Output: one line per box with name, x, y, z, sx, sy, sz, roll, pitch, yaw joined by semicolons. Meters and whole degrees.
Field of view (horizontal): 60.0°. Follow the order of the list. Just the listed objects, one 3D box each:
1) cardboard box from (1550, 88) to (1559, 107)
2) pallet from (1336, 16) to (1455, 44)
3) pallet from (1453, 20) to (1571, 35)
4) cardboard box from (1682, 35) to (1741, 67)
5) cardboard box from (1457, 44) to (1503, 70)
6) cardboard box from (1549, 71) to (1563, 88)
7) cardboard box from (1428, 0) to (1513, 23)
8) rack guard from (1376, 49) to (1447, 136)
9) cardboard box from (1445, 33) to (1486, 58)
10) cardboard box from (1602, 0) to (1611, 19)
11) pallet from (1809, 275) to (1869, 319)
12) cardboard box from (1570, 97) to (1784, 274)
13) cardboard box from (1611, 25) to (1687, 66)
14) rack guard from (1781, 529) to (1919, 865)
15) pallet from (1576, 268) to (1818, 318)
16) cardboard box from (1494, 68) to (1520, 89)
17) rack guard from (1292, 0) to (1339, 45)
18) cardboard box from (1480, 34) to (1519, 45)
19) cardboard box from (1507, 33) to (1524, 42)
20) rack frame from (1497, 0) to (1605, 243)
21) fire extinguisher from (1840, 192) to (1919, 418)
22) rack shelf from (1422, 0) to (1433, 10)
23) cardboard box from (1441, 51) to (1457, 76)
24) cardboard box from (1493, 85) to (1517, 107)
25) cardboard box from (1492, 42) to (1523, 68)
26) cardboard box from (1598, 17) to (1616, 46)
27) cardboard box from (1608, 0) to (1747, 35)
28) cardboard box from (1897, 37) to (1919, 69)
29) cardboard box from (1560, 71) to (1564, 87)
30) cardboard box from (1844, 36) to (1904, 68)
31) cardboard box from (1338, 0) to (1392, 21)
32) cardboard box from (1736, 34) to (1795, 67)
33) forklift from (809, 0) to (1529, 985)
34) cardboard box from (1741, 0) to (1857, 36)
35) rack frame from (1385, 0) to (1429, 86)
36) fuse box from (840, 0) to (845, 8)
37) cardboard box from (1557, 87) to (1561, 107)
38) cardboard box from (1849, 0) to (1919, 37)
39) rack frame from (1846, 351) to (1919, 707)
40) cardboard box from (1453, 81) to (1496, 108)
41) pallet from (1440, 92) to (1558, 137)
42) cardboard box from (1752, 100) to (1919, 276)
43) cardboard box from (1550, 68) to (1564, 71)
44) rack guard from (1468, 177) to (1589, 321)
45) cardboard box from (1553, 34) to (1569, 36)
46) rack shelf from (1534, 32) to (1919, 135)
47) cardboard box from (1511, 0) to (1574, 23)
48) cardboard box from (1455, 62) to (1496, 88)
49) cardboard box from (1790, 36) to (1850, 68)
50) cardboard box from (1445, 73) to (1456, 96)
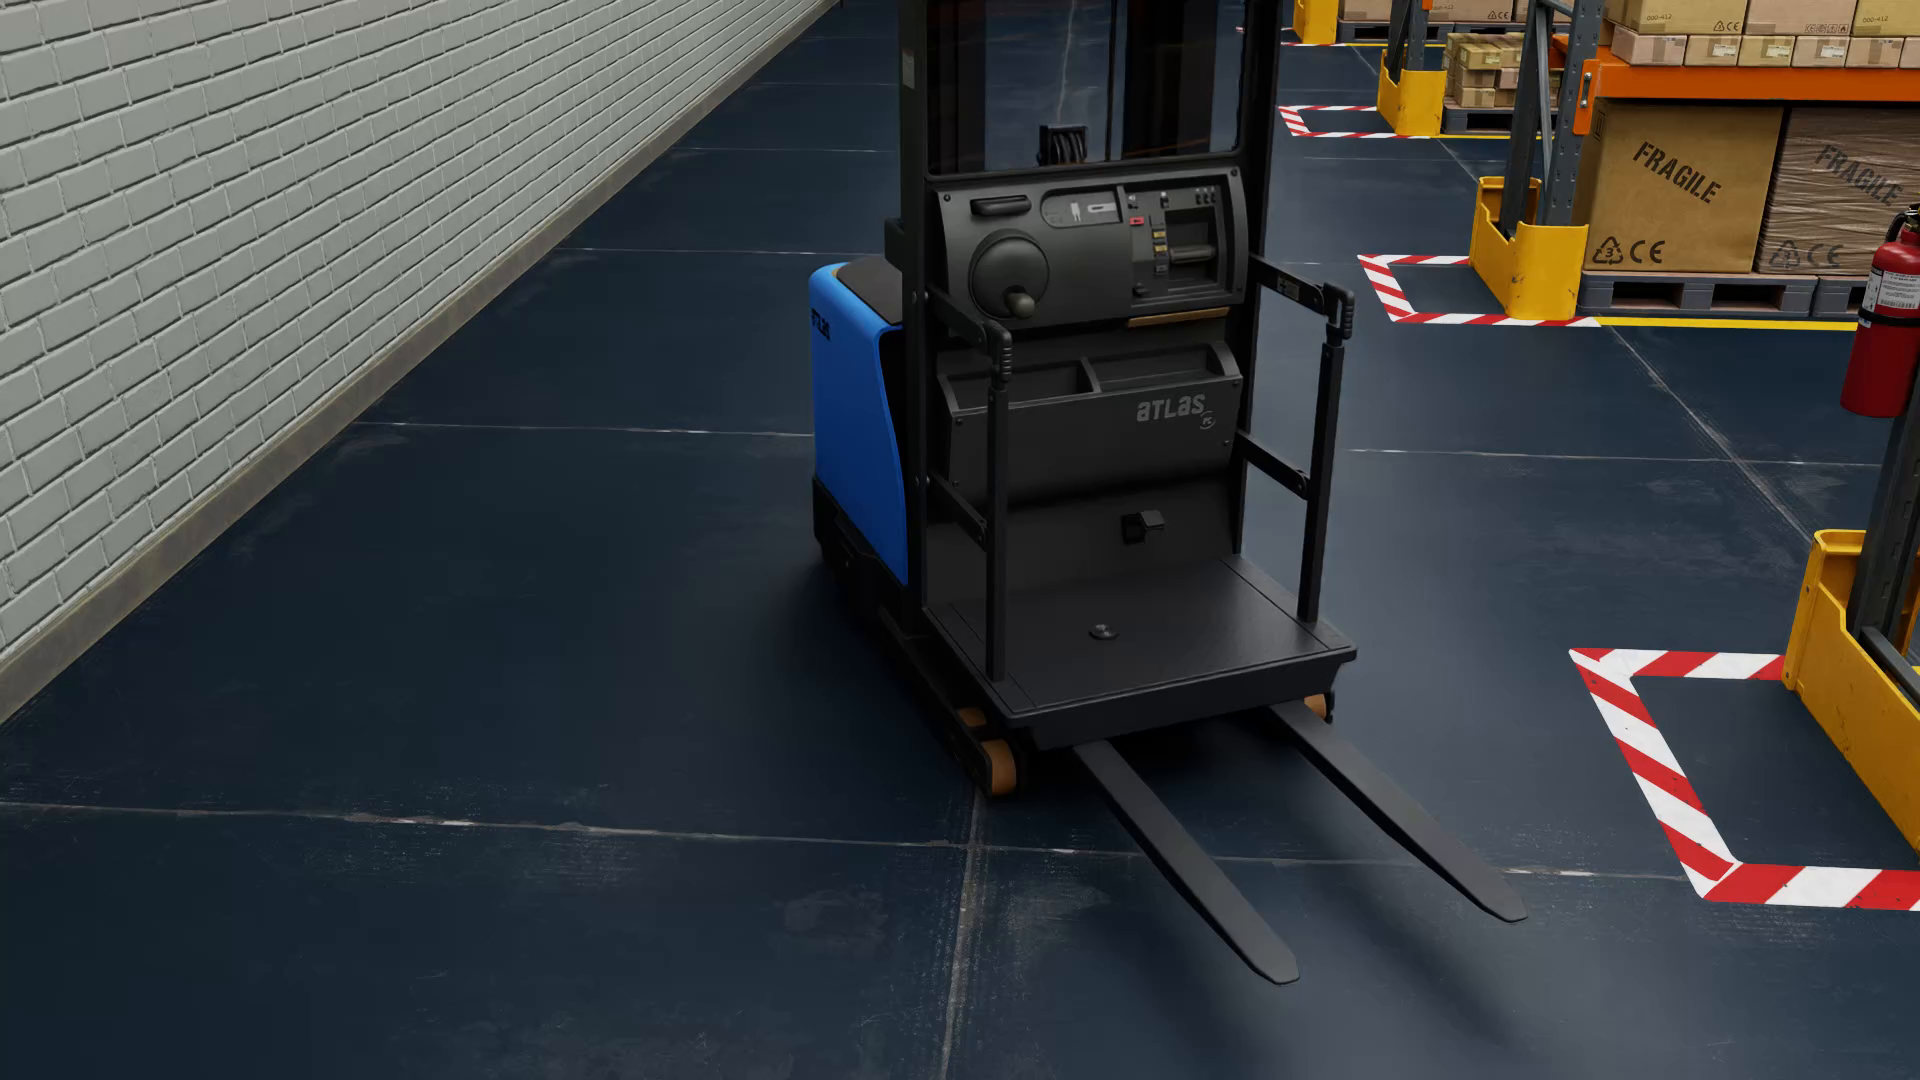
cardboard box;4.638;-3.592;13.377;0.250;0.149;0.380;2;25;5
pallet;4.706;-5.633;18.239;1.213;0.211;1.003;2;25;4
pallet;5.919;-5.593;18.152;1.213;0.211;1.003;2;25;4
cardboard box;3.729;-2.492;8.377;0.250;0.149;0.380;1;25;3
cardboard box;4.121;-3.834;13.190;0.250;0.149;0.380;1;25;2
cardboard box;4.647;-3.730;13.320;0.250;0.149;0.380;2;25;5
cardboard box;5.482;-5.914;18.077;0.875;0.438;0.875;2;25;5
rack guard;3.700;-3.688;13.667;0.348;0.500;1.175;2;25;4
cardboard box;4.172;-4.081;13.727;0.250;0.149;0.380;2;25;5
cardboard box;3.648;-2.924;8.840;0.500;0.250;0.500;1;25;3
pallet;5.161;-1.462;9.176;1.213;0.211;1.003;2;25;4
cardboard box;3.788;-2.001;9.049;0.875;0.875;0.875;2;25;4
cardboard box;3.473;-2.499;8.394;0.250;0.149;0.380;2;25;5
rack guard;2.740;0.442;4.691;0.348;0.500;1.175;2;25;4
pallet;3.947;-1.502;9.263;1.213;0.211;1.003;2;25;4
cardboard box;4.396;-3.701;13.257;0.250;0.149;0.380;2;25;4
rack guard;3.879;-5.758;18.165;0.348;0.500;1.175;2;25;4
cardboard box;4.418;-4.049;13.657;0.250;0.149;0.380;2;25;5
cardboard box;4.686;-4.094;13.754;0.250;0.149;0.380;1;25;3
rack frame;3.144;-2.762;8.665;0.127;3.000;1.000;2;25;4
fire extinguisher;2.649;-0.688;4.695;0.183;0.674;0.296;2;25;4
rack shelf;5.619;-4.435;13.161;4.000;0.370;1.077;2;25;4
cardboard box;4.173;-3.959;13.818;0.250;0.149;0.380;1;25;3
cardboard box;4.390;-3.598;13.388;0.250;0.149;0.380;2;25;4
cardboard box;4.405;-3.875;13.280;0.250;0.149;0.380;2;25;5
cardboard box;3.524;-2.774;8.991;0.250;0.149;0.380;2;25;5
cardboard box;3.602;-2.701;8.356;0.500;0.250;0.500;1;25;3
cardboard box;4.755;-2.459;8.306;0.250;0.149;0.380;2;25;3
cardboard box;4.894;-3.677;13.204;0.250;0.149;0.380;3;25;6
cardboard box;4.498;-2.467;8.324;0.250;0.149;0.380;1;25;3
cardboard box;4.569;-5.940;18.133;0.875;0.438;0.875;1;25;2
cardboard box;3.984;-2.484;8.360;0.250;0.149;0.380;1;25;3
forklift;0.463;-0.804;4.490;1.130;2.935;3.031;-9;26;-19
cardboard box;4.121;-2.687;8.326;0.500;0.250;0.500;2;25;3
rack frame;3.625;-4.826;13.150;0.127;3.000;1.000;2;25;4
fuse box;-1.415;-7.349;20.174;0.414;1.711;0.539;2;25;4
cardboard box;4.884;-3.539;13.260;0.250;0.149;0.380;2;25;5
cardboard box;4.622;-2.670;8.288;0.500;0.250;0.500;1;25;2
rack frame;2.765;-0.698;4.178;0.127;3.000;1.000;2;25;4
cardboard box;4.123;-3.572;13.332;0.250;0.149;0.380;2;25;5
pallet;4.508;-3.516;13.639;1.213;0.211;1.003;2;25;4
cardboard box;4.696;-1.972;8.986;0.875;0.875;0.875;2;25;4
cardboard box;4.647;-3.814;13.146;0.250;0.149;0.380;2;25;4
rack guard;3.120;-1.627;9.189;0.348;0.500;1.175;2;25;4
cardboard box;4.939;-4.059;13.679;0.250;0.149;0.380;1;25;2
rack shelf;5.138;-2.371;8.676;4.000;0.370;1.077;2;25;4
cardboard box;6.381;-5.885;18.013;0.875;0.438;0.875;1;25;2
cardboard box;4.127;-3.733;13.327;0.250;0.149;0.380;3;25;6
cardboard box;4.244;-2.476;8.342;0.250;0.149;0.380;1;25;3
cardboard box;4.165;-3.792;13.811;0.250;0.149;0.380;2;25;5
